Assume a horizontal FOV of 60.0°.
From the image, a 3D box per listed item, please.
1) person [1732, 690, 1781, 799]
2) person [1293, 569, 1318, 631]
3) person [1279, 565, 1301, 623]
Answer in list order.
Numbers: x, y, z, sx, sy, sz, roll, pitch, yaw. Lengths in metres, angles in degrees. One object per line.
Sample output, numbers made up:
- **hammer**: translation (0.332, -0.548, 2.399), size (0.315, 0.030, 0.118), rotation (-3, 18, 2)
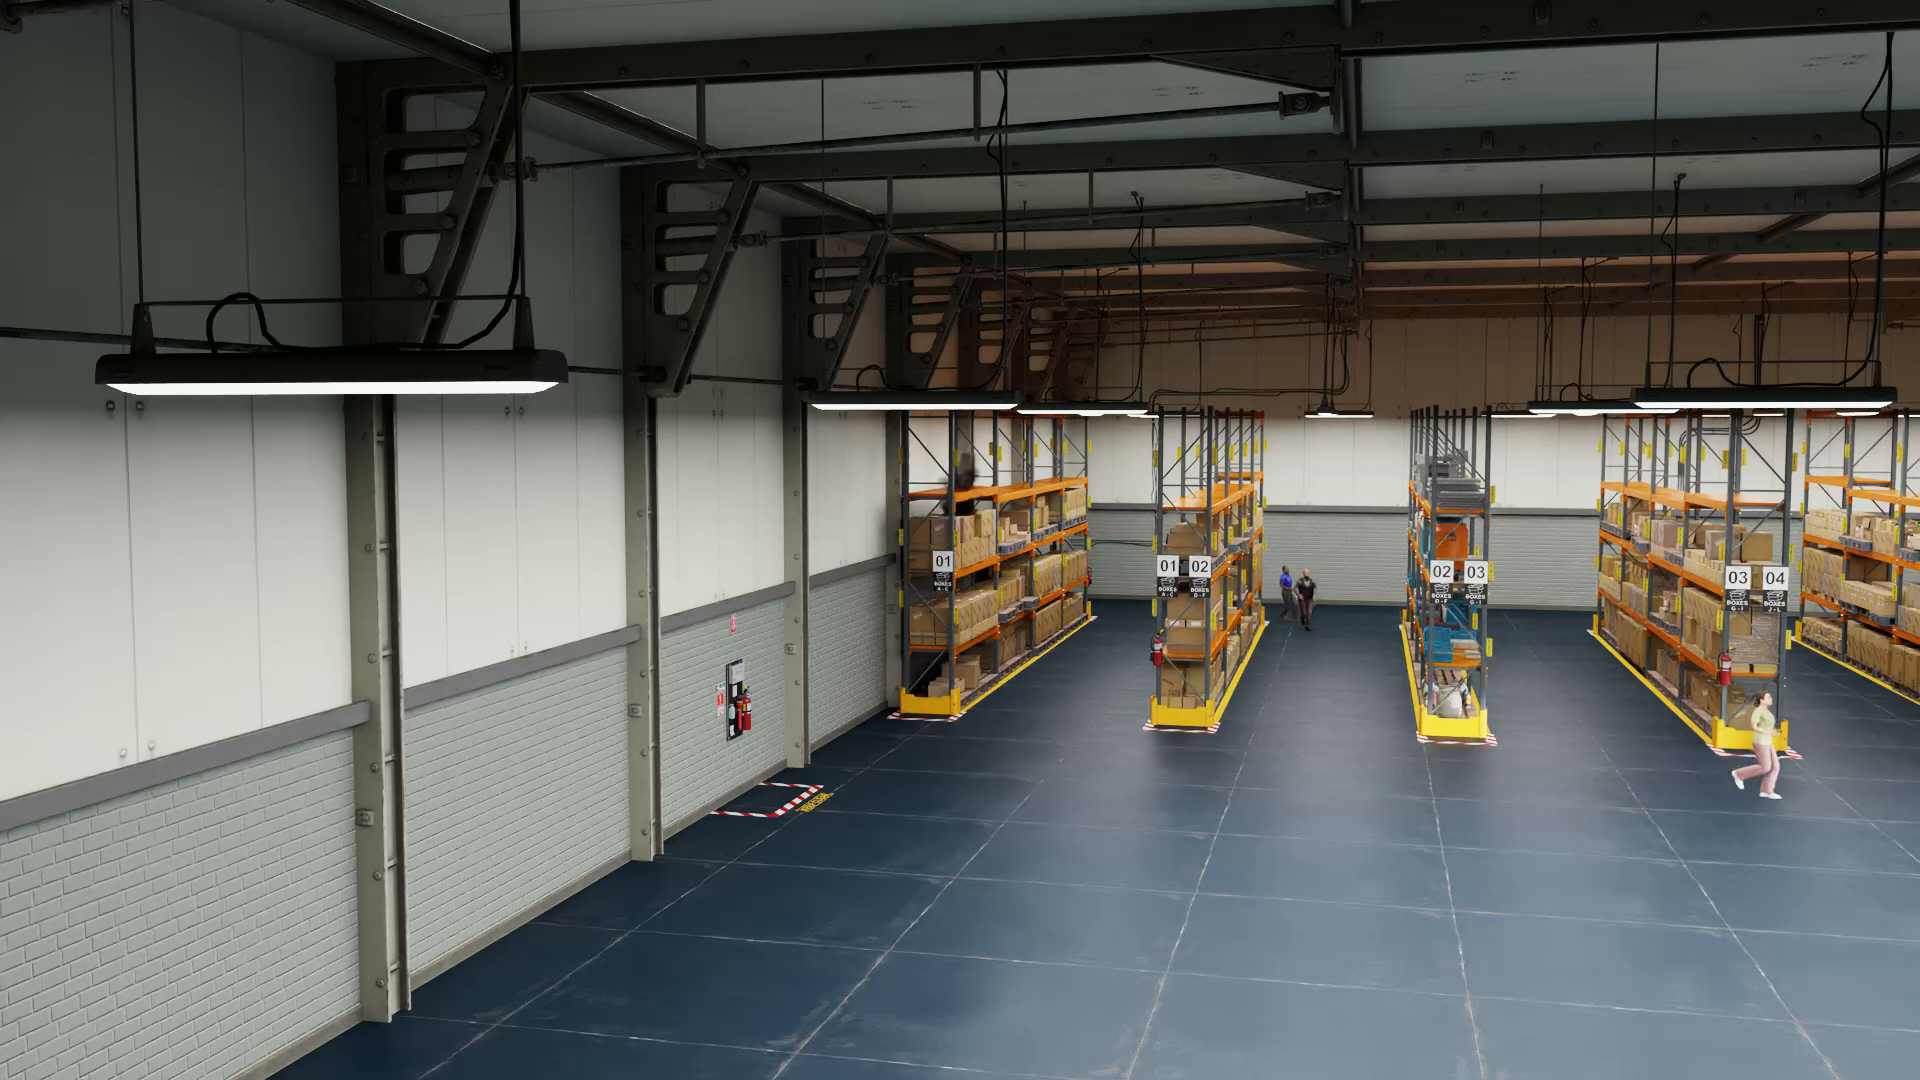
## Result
- **person**: translation (12.150, 3.088, 25.285), size (0.701, 1.634, 0.583), rotation (4, 5, 42)
- **person**: translation (9.461, 1.636, 45.534), size (0.664, 1.683, 0.647), rotation (0, 4, -1)
- **person**: translation (9.291, 1.542, 47.267), size (0.631, 1.664, 0.703), rotation (-4, 6, -44)
